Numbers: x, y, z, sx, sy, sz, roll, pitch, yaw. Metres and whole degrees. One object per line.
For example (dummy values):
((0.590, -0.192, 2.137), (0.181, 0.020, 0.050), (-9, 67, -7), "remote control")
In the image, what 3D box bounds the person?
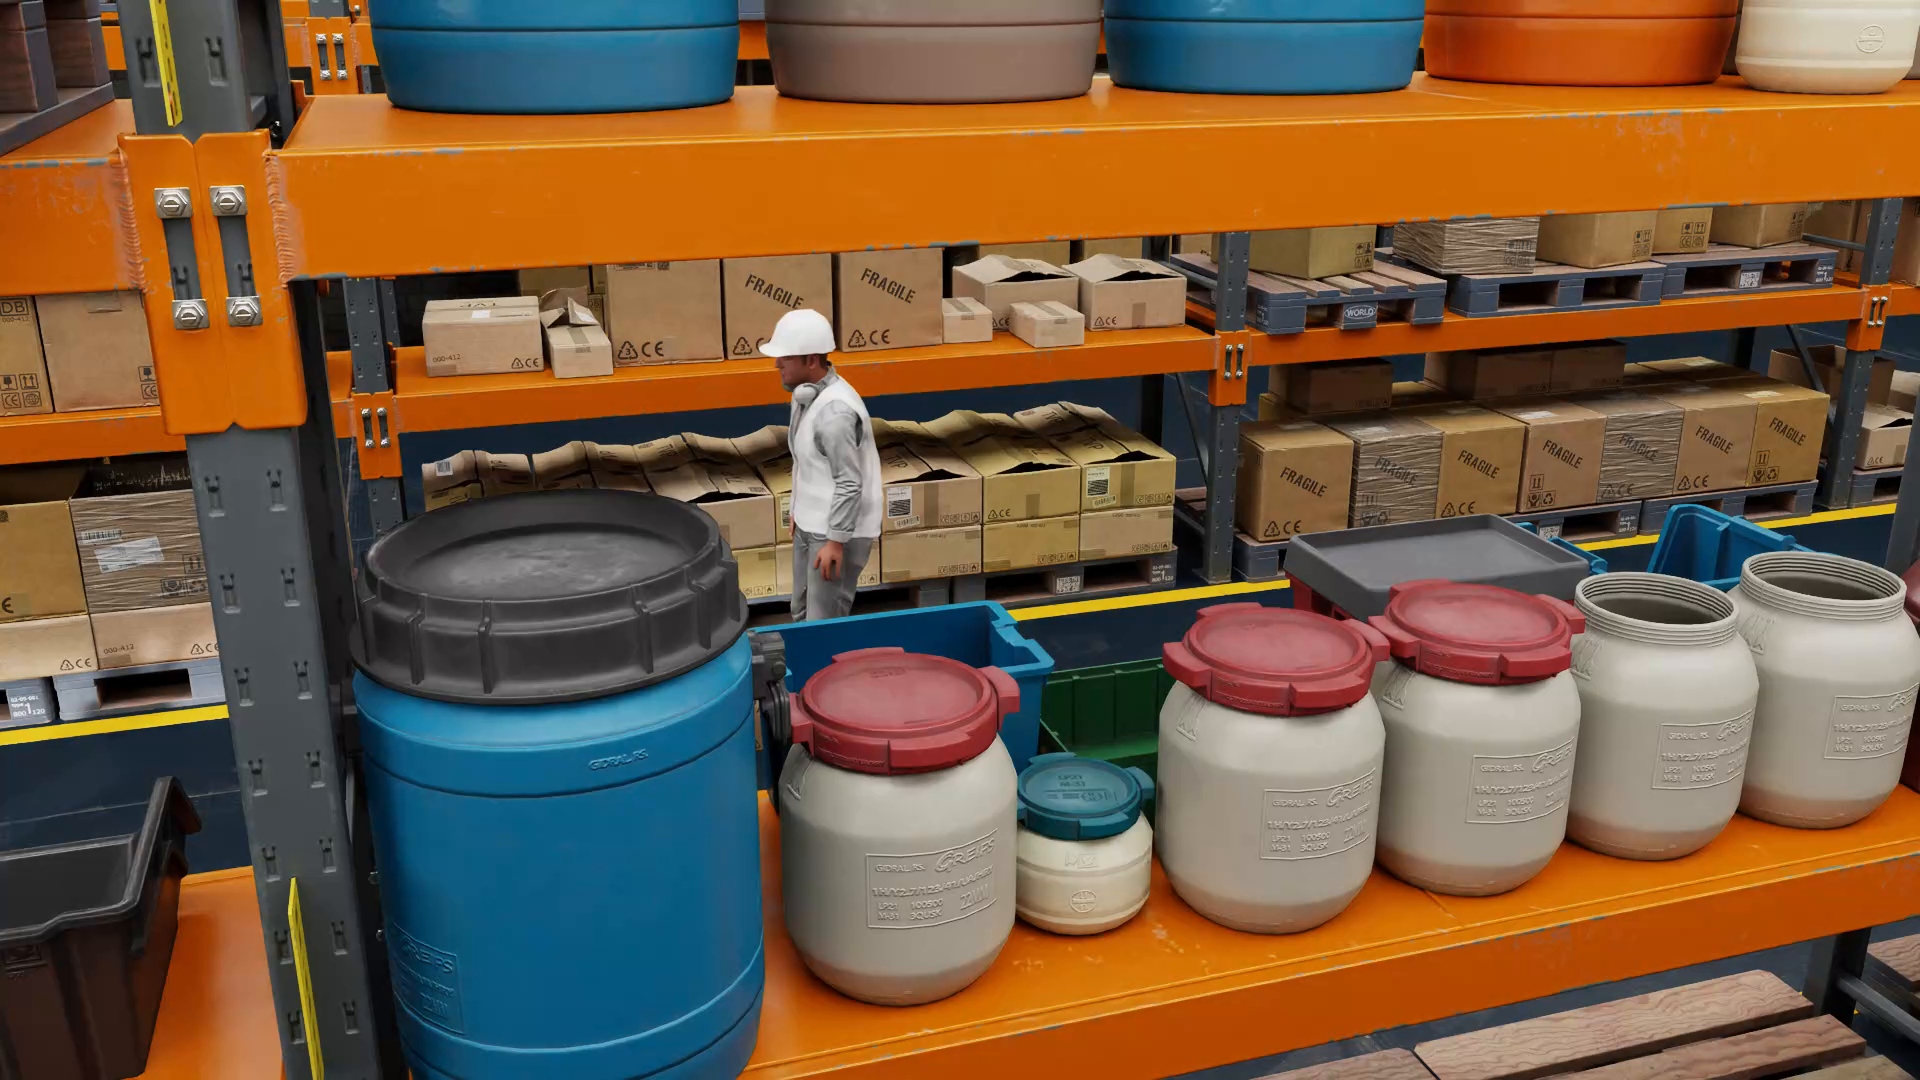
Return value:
((-0.551, -0.055, 6.685), (0.465, 1.771, 0.582), (-6, 20, -18), "person")
